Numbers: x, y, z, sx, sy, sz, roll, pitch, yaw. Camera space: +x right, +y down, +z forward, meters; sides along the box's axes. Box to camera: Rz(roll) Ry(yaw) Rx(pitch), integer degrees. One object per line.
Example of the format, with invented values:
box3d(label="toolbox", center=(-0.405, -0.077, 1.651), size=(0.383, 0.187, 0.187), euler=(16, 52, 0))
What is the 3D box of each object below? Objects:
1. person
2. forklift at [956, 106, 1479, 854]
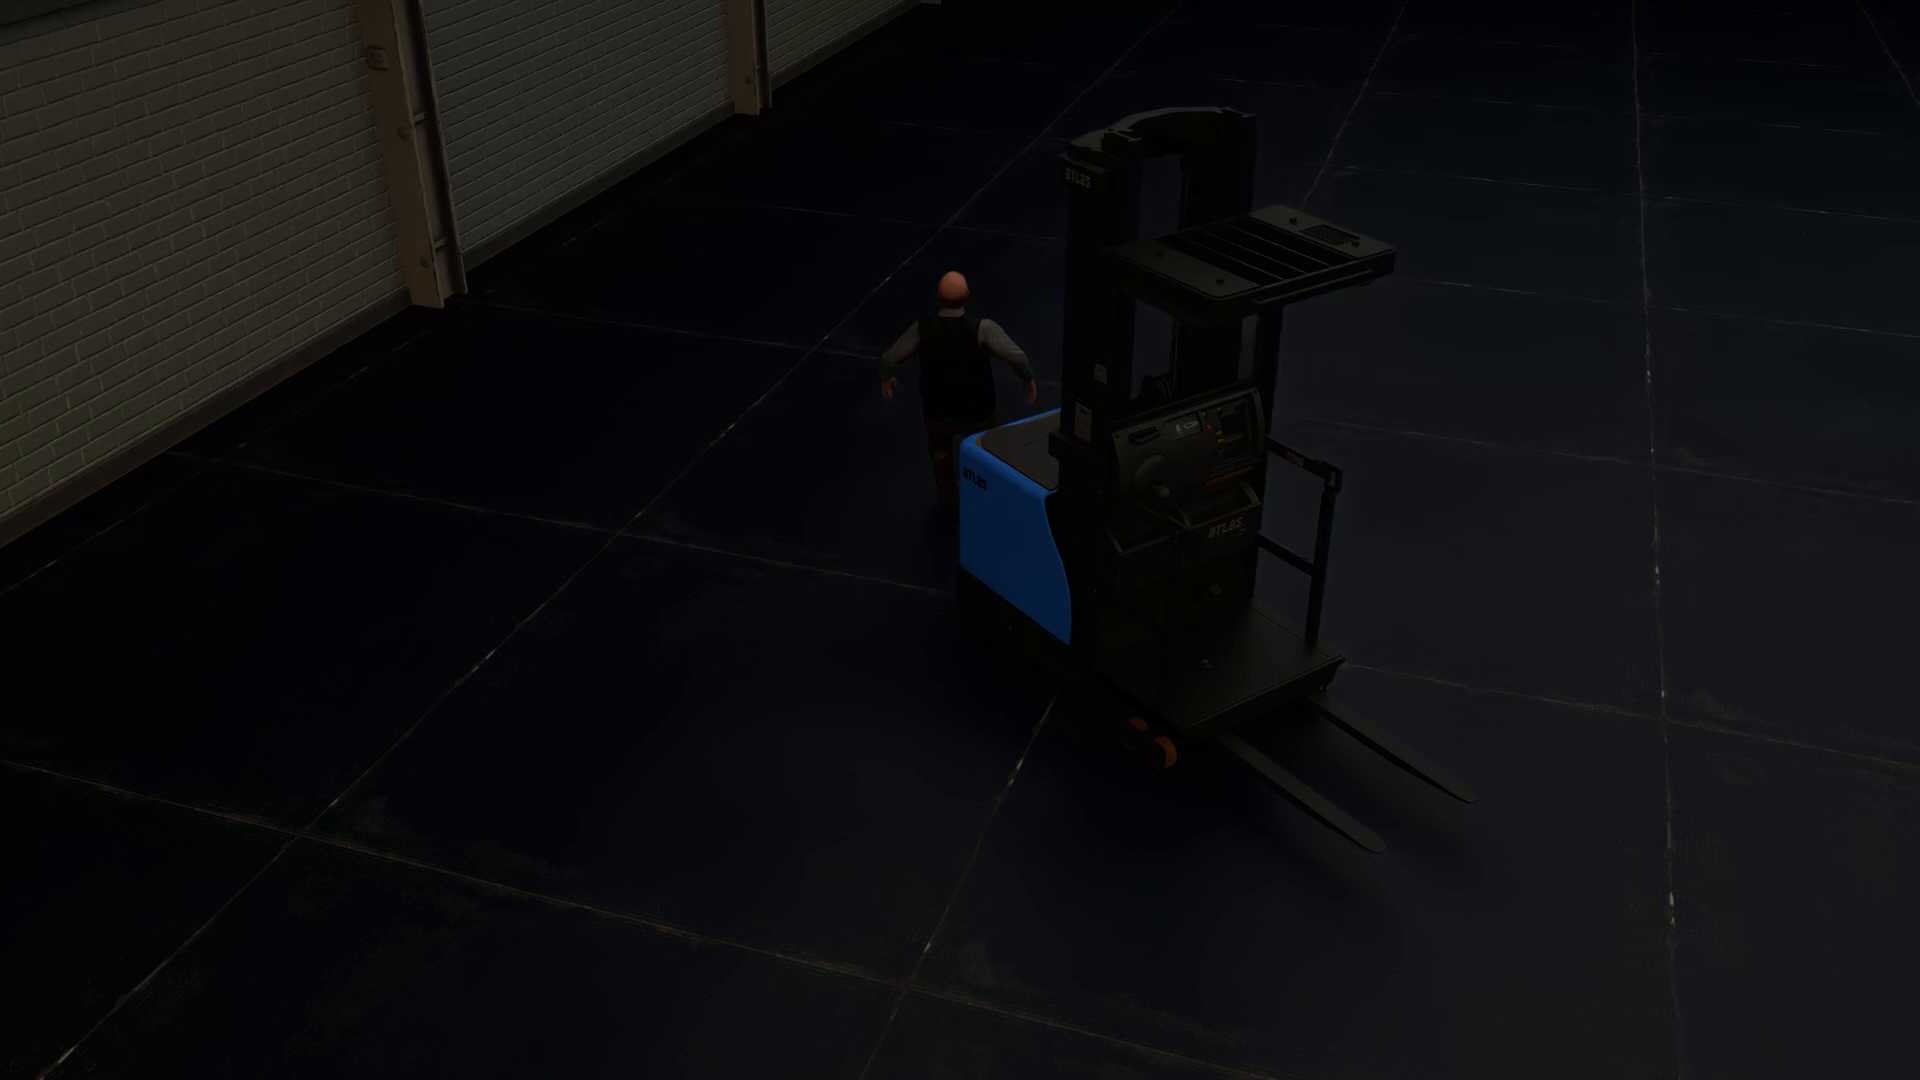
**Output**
box3d(label="person", center=(0.010, -0.857, 9.970), size=(0.930, 1.662, 0.716), euler=(7, 30, 12))
box3d(label="forklift", center=(1.232, -0.422, 7.877), size=(1.130, 2.935, 3.031), euler=(-19, 35, -30))
